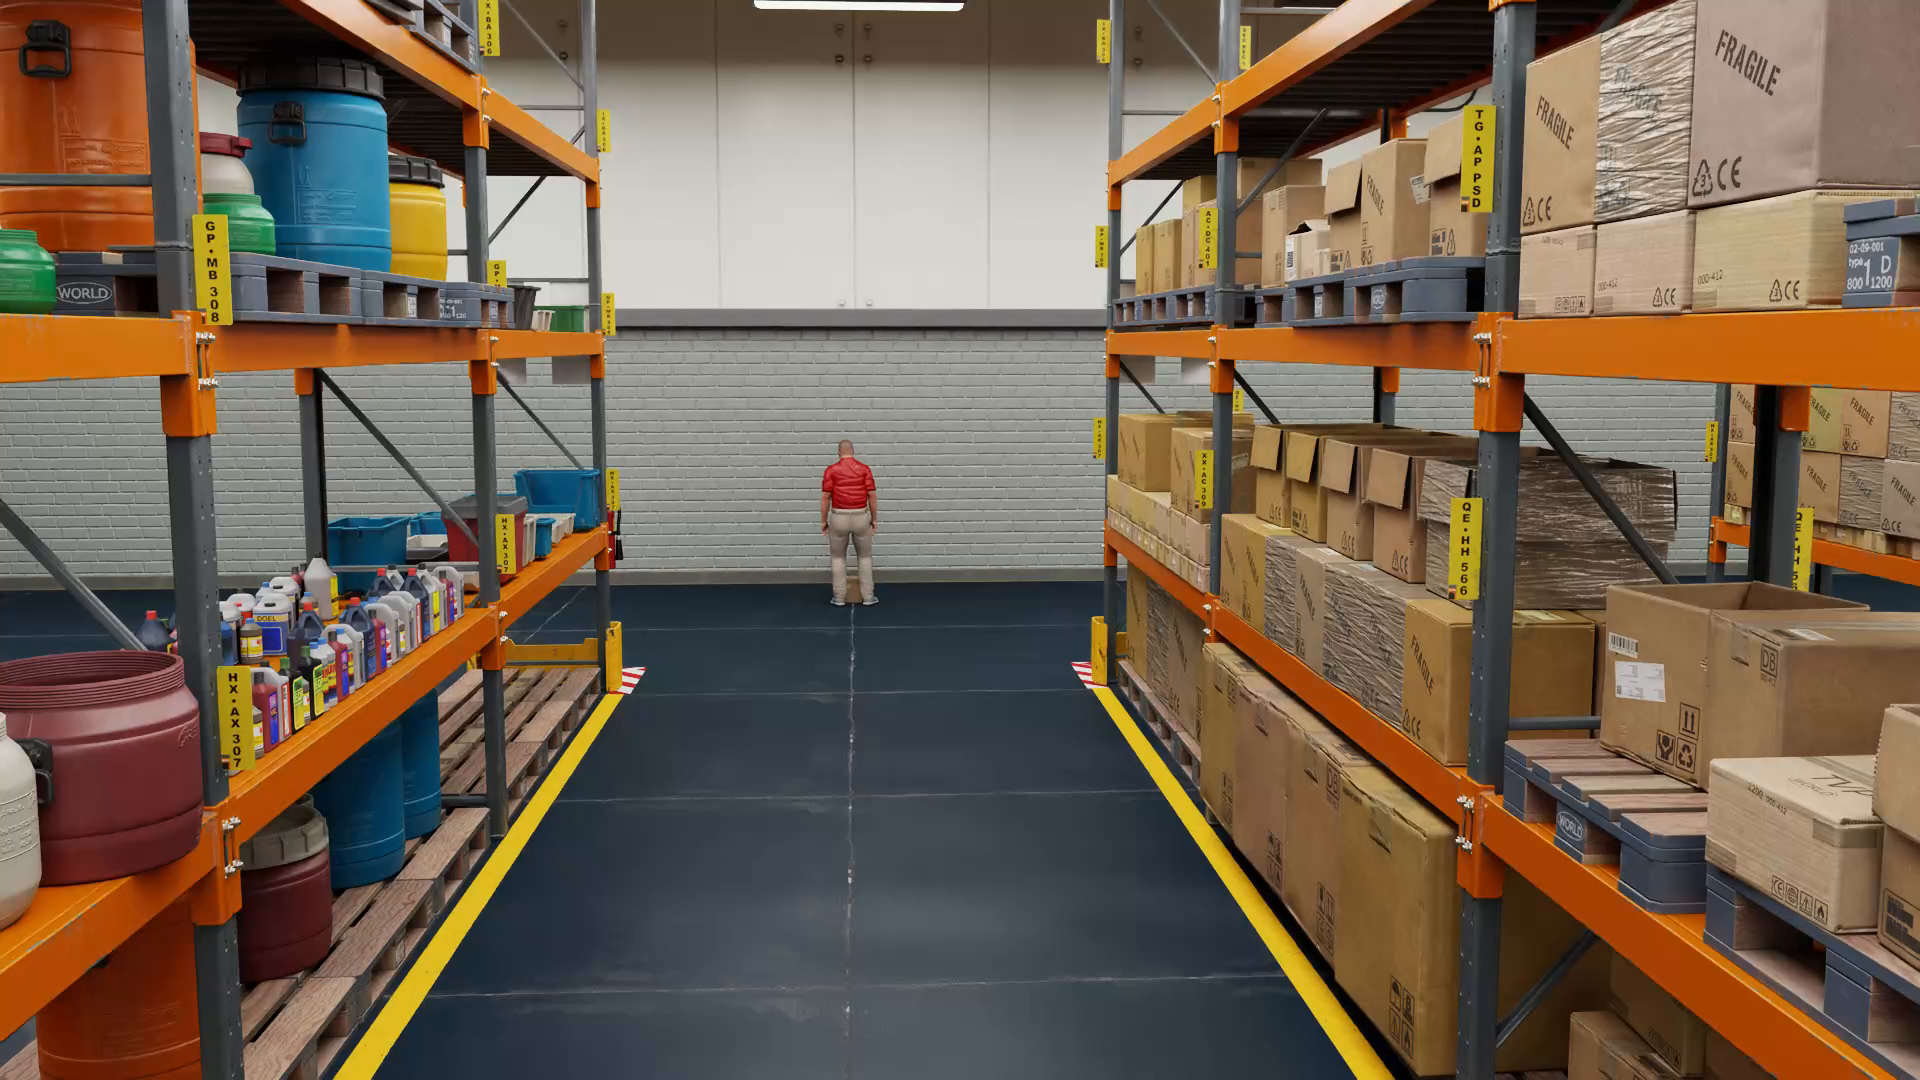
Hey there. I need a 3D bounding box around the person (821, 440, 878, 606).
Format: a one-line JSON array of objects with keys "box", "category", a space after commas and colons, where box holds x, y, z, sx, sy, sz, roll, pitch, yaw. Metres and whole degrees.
[{"box": [-1.149, -0.180, 17.311, 0.604, 1.726, 0.390, -1, 7, -7], "category": "person"}]
